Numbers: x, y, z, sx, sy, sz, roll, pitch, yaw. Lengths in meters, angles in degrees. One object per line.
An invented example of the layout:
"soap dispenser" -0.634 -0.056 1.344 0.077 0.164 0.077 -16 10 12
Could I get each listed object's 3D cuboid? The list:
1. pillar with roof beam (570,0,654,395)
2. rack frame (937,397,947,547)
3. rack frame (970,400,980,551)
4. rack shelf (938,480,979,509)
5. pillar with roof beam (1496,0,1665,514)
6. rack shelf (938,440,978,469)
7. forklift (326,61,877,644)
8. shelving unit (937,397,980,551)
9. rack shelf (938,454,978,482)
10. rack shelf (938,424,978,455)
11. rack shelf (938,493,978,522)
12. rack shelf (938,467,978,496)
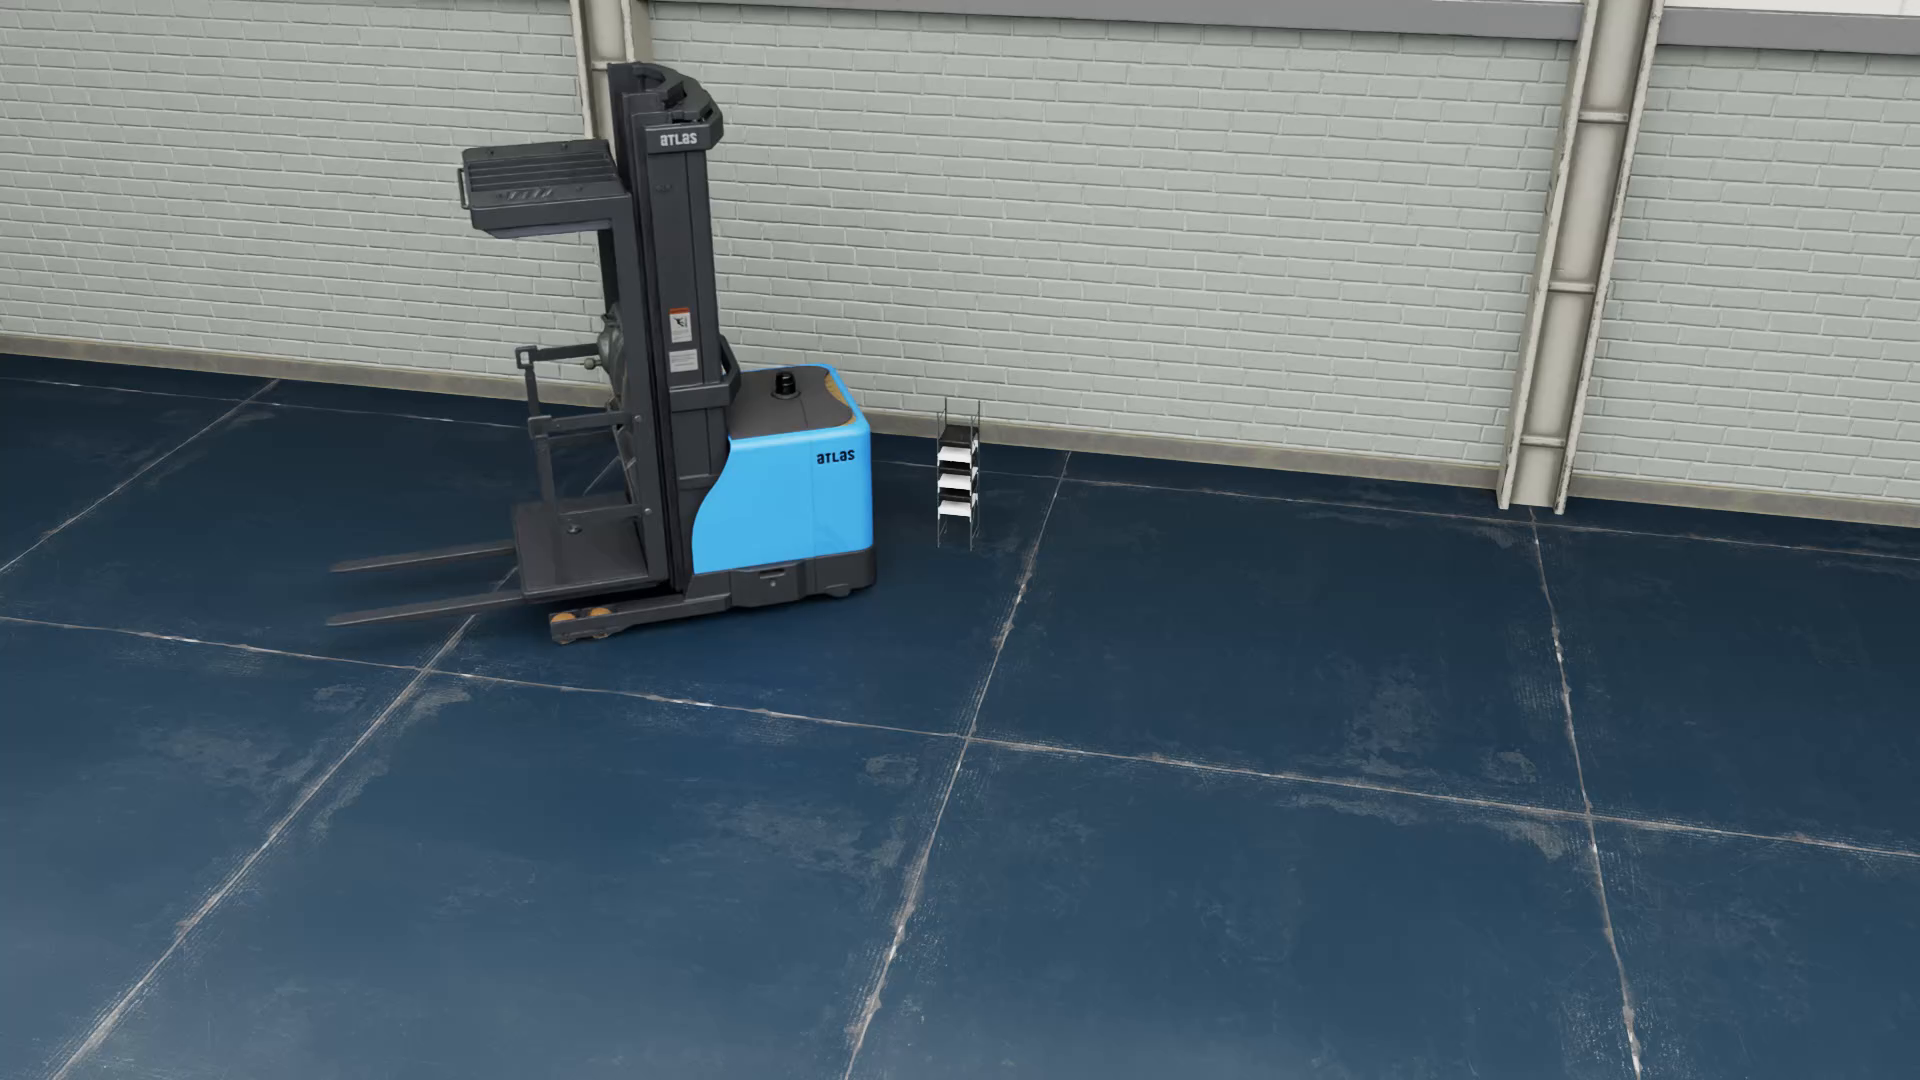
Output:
"pillar with roof beam" -3.098 -2.781 5.959 0.400 9.000 9.100 6 29 11
"rack frame" -0.107 -0.406 10.054 0.006 0.900 0.240 6 29 11
"rack frame" 0.091 -0.385 10.017 0.006 0.900 0.240 6 29 11
"rack shelf" -0.008 -0.287 10.095 0.200 0.077 0.258 6 29 11
"pillar with roof beam" 2.769 -2.179 4.860 0.400 9.000 9.100 6 29 11
"rack shelf" -0.008 -0.524 9.965 0.200 0.077 0.258 6 29 11
"forklift" -2.061 -0.996 9.016 3.031 2.935 1.130 -8 30 -15
"shelving unit" -0.008 -0.396 10.035 0.210 0.900 0.258 6 29 11
"rack shelf" -0.008 -0.445 10.008 0.200 0.077 0.258 6 29 11
"rack shelf" -0.008 -0.603 9.922 0.200 0.077 0.258 6 29 11
"rack shelf" -0.008 -0.208 10.138 0.200 0.077 0.258 6 29 11
"rack shelf" -0.008 -0.366 10.051 0.200 0.077 0.258 6 29 11
